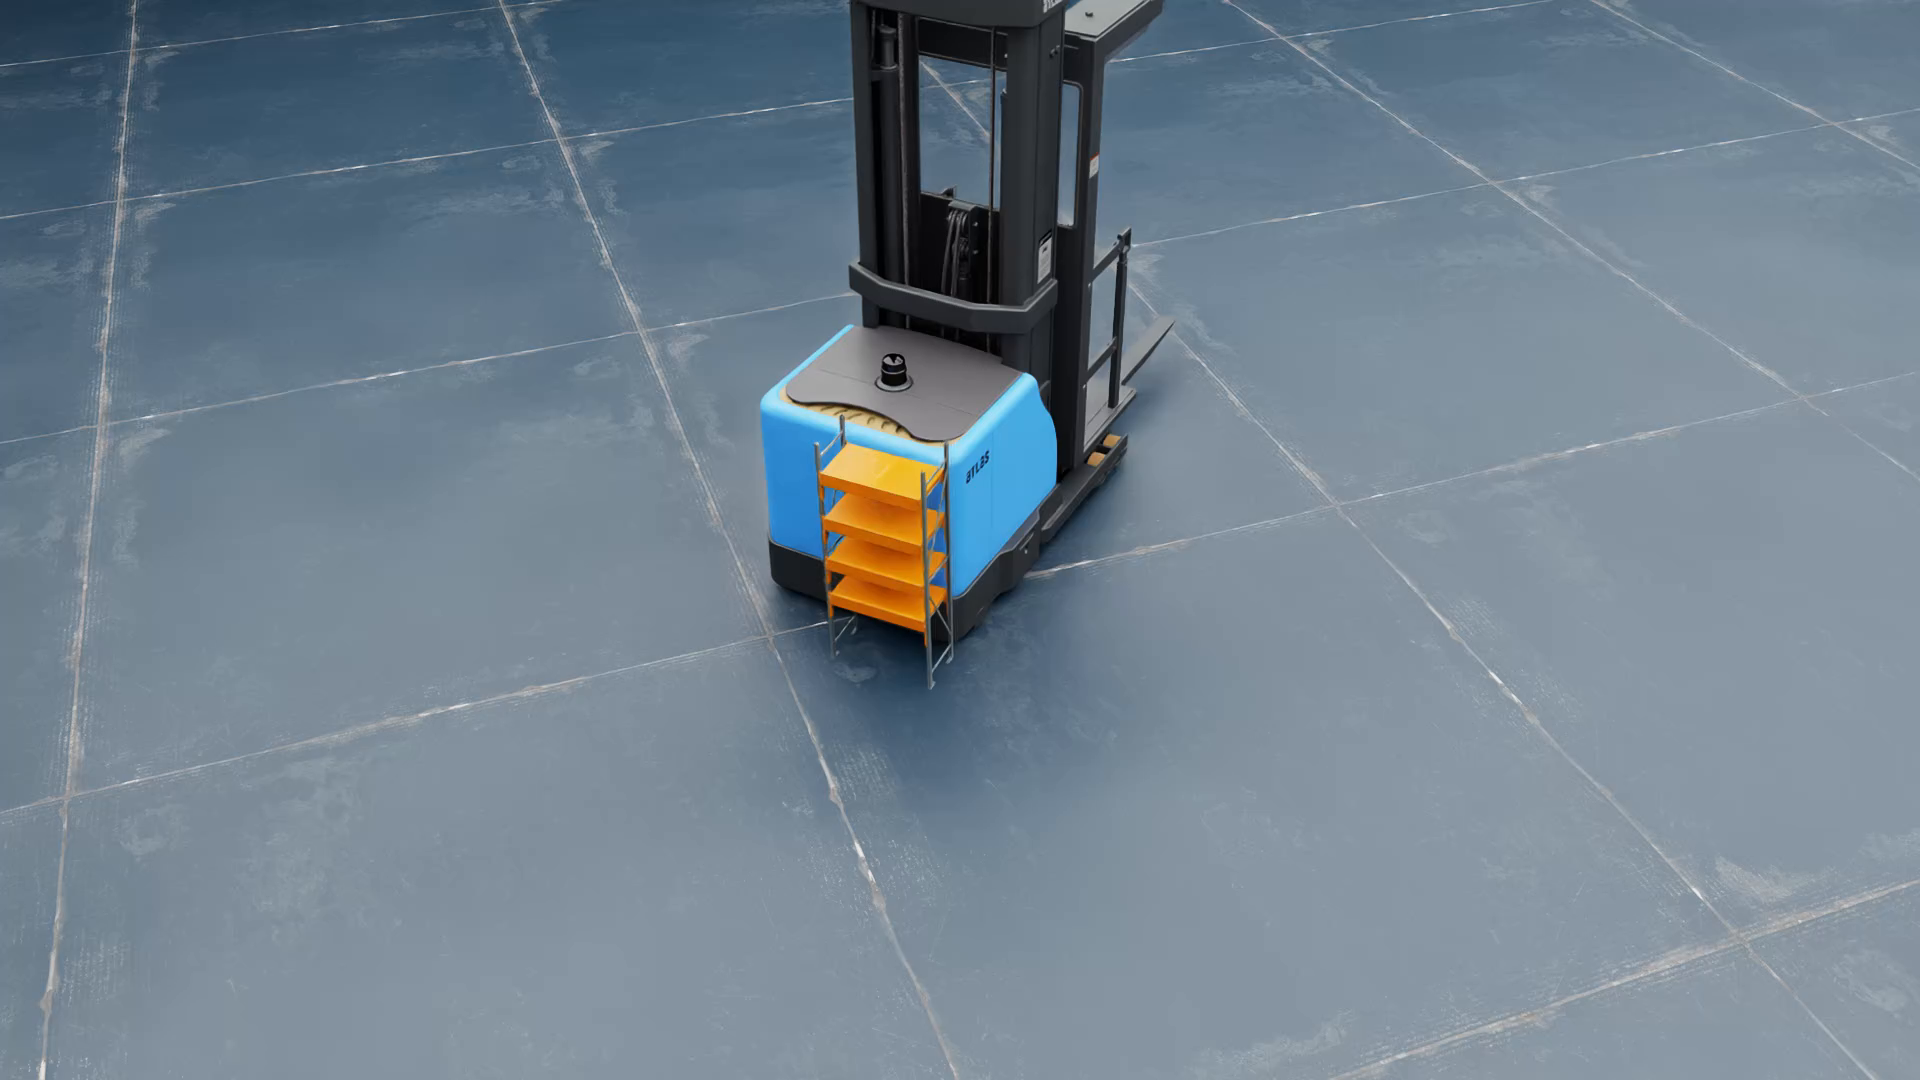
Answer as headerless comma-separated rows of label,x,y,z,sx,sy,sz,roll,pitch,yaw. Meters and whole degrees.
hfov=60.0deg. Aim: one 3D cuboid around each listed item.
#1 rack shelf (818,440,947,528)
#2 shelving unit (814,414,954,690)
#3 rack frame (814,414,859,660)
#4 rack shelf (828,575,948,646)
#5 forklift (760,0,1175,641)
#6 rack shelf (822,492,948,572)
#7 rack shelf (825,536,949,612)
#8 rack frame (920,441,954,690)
rack shelf,-0.321,-0.238,6.970,0.480,0.148,0.258,16,42,20
shelving unit,-0.316,0.069,7.215,0.503,1.200,0.258,16,42,20
rack frame,-0.537,0.007,7.297,0.015,1.200,0.240,16,42,20
rack shelf,-0.312,0.277,7.381,0.480,0.148,0.258,16,42,20
forklift,0.235,-1.580,7.972,1.130,2.935,3.031,18,41,22
rack shelf,-0.318,-0.053,7.117,0.480,0.148,0.258,16,42,20
rack shelf,-0.315,0.121,7.257,0.480,0.148,0.258,16,42,20
rack frame,-0.095,0.131,7.132,0.015,1.200,0.240,16,42,20
